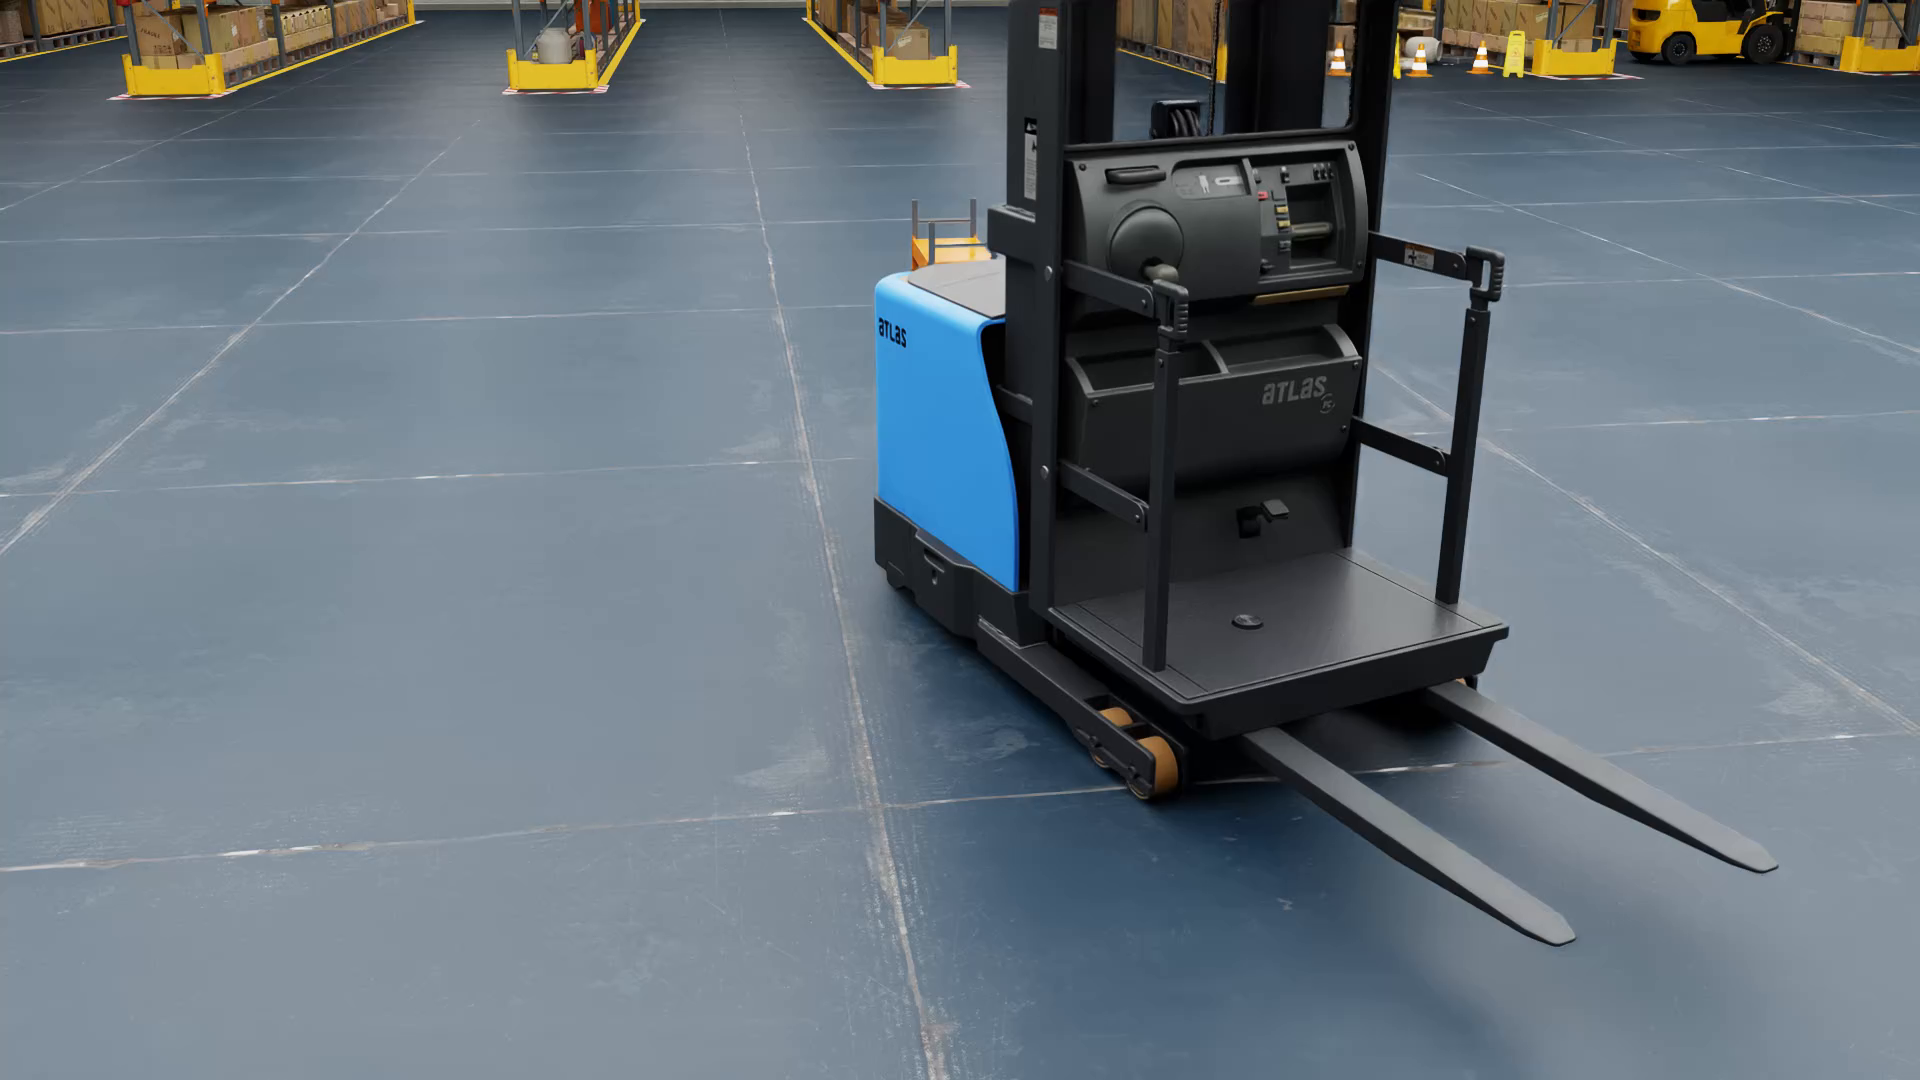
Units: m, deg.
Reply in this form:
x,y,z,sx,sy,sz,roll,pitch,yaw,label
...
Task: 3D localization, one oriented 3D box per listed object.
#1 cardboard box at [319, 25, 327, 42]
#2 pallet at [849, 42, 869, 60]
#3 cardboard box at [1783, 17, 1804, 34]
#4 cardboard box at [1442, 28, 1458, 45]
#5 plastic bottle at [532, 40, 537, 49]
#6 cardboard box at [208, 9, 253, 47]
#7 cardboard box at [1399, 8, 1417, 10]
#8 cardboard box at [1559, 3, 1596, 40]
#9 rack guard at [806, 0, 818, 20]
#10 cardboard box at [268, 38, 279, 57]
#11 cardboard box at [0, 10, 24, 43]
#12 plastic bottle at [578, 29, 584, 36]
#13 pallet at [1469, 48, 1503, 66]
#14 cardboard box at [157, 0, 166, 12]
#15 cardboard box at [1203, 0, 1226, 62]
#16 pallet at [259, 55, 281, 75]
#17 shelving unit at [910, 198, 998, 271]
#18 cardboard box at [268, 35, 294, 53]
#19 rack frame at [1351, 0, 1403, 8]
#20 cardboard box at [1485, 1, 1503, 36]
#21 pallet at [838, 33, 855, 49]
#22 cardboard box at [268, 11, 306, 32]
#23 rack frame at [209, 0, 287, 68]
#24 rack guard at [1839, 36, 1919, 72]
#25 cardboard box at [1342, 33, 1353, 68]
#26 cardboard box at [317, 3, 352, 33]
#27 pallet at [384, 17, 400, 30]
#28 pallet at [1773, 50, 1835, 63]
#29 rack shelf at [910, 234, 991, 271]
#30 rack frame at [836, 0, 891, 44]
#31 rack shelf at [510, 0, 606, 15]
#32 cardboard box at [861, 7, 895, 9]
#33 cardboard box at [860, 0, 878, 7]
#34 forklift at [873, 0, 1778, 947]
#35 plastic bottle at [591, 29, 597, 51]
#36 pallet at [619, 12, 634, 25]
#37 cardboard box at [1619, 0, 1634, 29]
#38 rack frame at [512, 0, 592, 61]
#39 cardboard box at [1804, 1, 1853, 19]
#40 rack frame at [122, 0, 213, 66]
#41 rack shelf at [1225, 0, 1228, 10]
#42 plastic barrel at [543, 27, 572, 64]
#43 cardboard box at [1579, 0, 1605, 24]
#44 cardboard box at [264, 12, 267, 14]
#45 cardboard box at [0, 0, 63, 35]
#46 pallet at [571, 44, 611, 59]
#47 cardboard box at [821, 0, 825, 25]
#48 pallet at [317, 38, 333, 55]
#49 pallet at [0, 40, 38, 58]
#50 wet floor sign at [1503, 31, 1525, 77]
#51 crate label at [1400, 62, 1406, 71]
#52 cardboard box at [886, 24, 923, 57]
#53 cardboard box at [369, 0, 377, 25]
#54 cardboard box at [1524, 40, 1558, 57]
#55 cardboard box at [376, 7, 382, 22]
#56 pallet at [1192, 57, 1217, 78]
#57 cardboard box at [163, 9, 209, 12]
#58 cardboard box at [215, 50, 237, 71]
x,y,z,sx,sy,sz,roll,pitch,yaw,label
-11.187,-8.697,28.544,0.500,0.250,0.500,-3,21,-8,cardboard box
-1.315,-8.213,27.904,1.003,0.211,1.213,-3,21,-8,pallet
13.556,-8.264,26.670,0.500,0.250,0.500,-3,21,-9,cardboard box
8.423,-8.440,27.857,0.500,0.250,0.500,-4,21,-10,cardboard box
-6.260,-7.202,24.465,0.061,0.283,0.133,-2,21,-6,plastic bottle
-10.499,-7.343,23.847,0.500,0.500,0.500,-3,21,-8,cardboard box
8.100,-9.904,31.602,0.950,0.372,0.625,-4,21,-11,cardboard box
9.335,-7.926,25.408,0.500,0.500,0.500,-4,21,-10,cardboard box
-2.935,-12.242,38.278,1.175,0.500,0.348,-3,21,-8,rack guard
-10.722,-7.510,25.367,0.500,0.250,0.500,-3,21,-8,cardboard box
-16.328,-8.674,28.096,0.700,0.500,0.500,-3,21,-7,cardboard box
-5.867,-7.749,25.835,0.144,0.351,0.185,-3,21,-8,plastic bottle
8.916,-7.789,26.769,1.003,0.211,1.213,-3,21,-8,pallet
-17.436,-11.443,35.540,0.700,0.500,0.500,-3,21,-8,cardboard box
4.135,-7.513,24.480,0.875,0.875,0.875,-3,21,-7,cardboard box
-10.932,-7.168,25.105,1.003,0.211,1.213,-3,21,-8,pallet
-0.024,-0.619,6.160,0.258,1.200,0.503,-3,21,-8,shelving unit
-10.818,-7.812,26.175,0.500,0.250,0.500,-3,21,-9,cardboard box
8.028,-11.134,31.741,1.000,3.000,0.127,-3,21,-8,rack frame
8.664,-8.244,26.261,0.500,0.500,0.500,-3,21,-9,cardboard box
-1.667,-9.058,30.166,1.003,0.211,1.213,-3,21,-8,pallet
-10.961,-8.431,27.031,0.500,0.311,0.500,-4,21,-10,cardboard box
-11.005,-8.751,25.360,1.000,3.000,0.127,-3,21,-8,rack frame
14.096,-7.437,25.413,1.175,0.500,0.348,-3,21,-8,rack guard
6.423,-7.676,26.048,0.637,0.503,0.797,17,27,39,cardboard box
-11.445,-9.524,30.374,0.500,0.500,0.500,-4,21,-10,cardboard box
-12.435,-10.876,35.034,1.003,0.211,1.213,-3,21,-8,pallet
13.769,-7.994,27.318,1.003,0.211,1.213,-3,21,-8,pallet
-0.024,-0.988,6.022,0.258,0.148,0.480,-3,21,-8,rack shelf
-1.778,-10.635,30.402,1.000,3.000,0.127,-3,21,-8,rack frame
-5.815,-7.970,24.297,1.077,0.370,4.000,-3,21,-8,rack shelf
-1.481,-9.051,29.107,0.700,0.500,0.500,-1,21,-3,cardboard box
-1.565,-9.607,29.524,0.500,0.250,0.500,-1,20,-2,cardboard box
0.820,-0.866,4.346,1.130,2.935,3.031,-10,23,-25,forklift
-5.725,-7.757,25.854,0.144,0.351,0.185,-3,21,-9,plastic bottle
-7.752,-11.561,36.868,1.003,0.211,1.213,-3,21,-8,pallet
13.118,-10.028,31.572,0.875,0.625,0.625,-2,21,-6,cardboard box
-5.526,-7.615,22.318,1.000,3.000,0.127,-3,21,-8,rack frame
13.638,-8.313,26.088,0.500,0.250,0.500,-3,21,-7,cardboard box
-10.428,-7.366,21.652,1.000,3.000,0.127,-3,21,-8,rack frame
4.009,-8.435,25.542,1.077,0.370,4.000,-3,21,-8,rack shelf
-5.769,-7.044,23.744,0.421,0.512,0.421,0,20,0,plastic barrel
12.666,-10.547,33.141,0.500,0.500,0.500,-2,21,-6,cardboard box
-11.498,-8.401,26.951,0.500,0.311,0.500,-3,21,-8,cardboard box
-16.459,-9.336,29.398,0.750,0.750,0.750,-3,21,-8,cardboard box
-6.254,-7.964,27.236,1.003,0.211,1.213,-3,21,-8,pallet
-2.113,-10.691,32.990,1.225,0.875,0.875,-4,21,-10,cardboard box
-11.502,-8.543,28.788,1.003,0.211,1.213,-3,21,-8,pallet
-16.372,-8.308,28.159,1.003,0.211,1.213,-3,21,-8,pallet
8.150,-7.142,24.416,0.267,0.644,0.232,4,21,11,wet floor sign
6.619,-7.203,25.305,0.250,0.136,0.298,-15,25,-35,crate label
-0.819,-7.313,24.481,0.500,0.500,0.500,2,21,6,cardboard box
-11.803,-10.400,32.718,0.500,0.500,0.500,-3,21,-8,cardboard box
8.795,-7.548,25.468,0.500,0.250,0.500,-3,21,-8,cardboard box
-12.005,-10.624,33.588,0.500,0.311,0.500,-3,21,-8,cardboard box
4.105,-7.047,24.781,1.003,0.211,1.213,-3,21,-8,pallet
-11.030,-7.316,23.774,0.500,0.500,0.500,-3,21,-8,cardboard box
-10.361,-6.645,23.050,0.500,0.250,0.500,-3,21,-8,cardboard box
